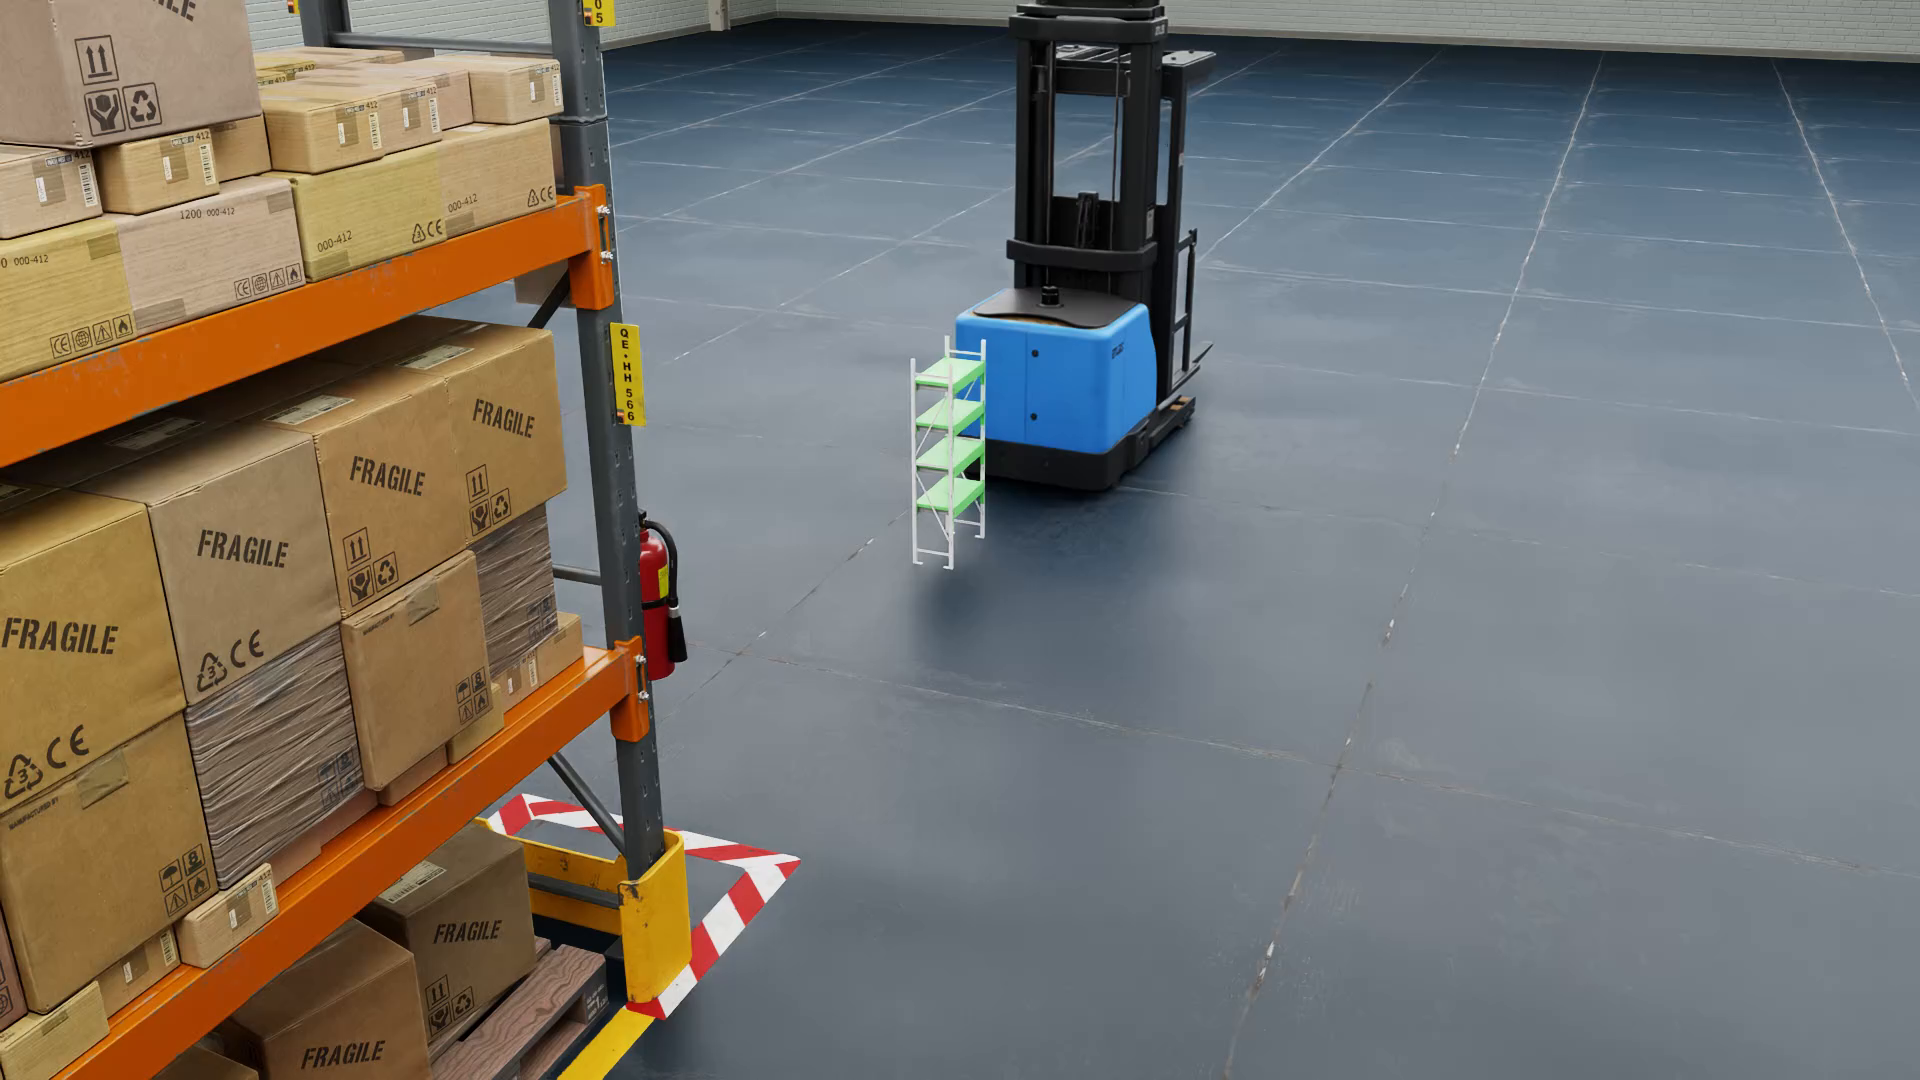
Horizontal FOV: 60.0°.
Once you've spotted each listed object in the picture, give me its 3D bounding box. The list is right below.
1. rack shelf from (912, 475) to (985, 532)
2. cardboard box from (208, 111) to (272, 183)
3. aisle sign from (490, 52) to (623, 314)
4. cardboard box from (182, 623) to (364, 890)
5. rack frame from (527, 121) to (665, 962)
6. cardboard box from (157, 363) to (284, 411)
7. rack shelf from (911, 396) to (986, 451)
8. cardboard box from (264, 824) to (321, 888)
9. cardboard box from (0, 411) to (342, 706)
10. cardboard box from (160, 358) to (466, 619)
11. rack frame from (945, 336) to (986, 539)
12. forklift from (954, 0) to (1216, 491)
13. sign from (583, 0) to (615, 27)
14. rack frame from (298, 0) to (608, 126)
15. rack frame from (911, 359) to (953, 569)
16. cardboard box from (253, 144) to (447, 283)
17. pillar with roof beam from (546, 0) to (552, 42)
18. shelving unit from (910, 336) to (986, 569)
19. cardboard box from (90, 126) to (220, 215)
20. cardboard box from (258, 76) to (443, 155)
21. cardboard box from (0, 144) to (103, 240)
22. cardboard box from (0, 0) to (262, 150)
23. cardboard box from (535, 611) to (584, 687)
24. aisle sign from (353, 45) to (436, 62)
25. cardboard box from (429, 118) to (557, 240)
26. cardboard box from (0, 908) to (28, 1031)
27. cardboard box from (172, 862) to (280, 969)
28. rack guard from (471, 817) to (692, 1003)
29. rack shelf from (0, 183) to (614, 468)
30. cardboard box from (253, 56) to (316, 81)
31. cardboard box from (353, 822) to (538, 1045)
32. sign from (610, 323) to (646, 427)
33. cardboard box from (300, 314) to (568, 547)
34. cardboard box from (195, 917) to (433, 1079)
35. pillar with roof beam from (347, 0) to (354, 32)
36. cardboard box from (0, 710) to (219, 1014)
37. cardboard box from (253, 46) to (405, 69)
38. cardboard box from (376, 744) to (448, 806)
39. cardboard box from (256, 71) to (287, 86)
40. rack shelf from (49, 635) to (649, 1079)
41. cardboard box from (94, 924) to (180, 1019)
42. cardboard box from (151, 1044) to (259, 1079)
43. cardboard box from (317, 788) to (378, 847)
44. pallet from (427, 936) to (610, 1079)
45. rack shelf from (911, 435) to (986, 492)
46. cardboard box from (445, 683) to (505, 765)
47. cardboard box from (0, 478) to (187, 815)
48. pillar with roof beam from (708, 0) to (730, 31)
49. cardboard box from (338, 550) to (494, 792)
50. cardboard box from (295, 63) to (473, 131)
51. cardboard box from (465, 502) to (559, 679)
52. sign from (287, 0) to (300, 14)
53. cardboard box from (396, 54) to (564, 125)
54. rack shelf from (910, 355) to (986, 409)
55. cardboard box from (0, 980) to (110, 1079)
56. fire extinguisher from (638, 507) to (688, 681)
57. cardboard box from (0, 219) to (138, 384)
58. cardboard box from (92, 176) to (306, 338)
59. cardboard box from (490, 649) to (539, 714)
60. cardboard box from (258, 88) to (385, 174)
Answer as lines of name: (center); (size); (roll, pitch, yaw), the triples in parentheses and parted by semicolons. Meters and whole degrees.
rack shelf: (-0.061, -0.214, 9.494); (0.258, 0.148, 0.480); (9, 24, 20)
cardboard box: (-1.838, -0.920, 3.846); (0.380, 0.149, 0.250); (9, 24, 21)
aisle sign: (-1.239, -1.098, 5.114); (0.394, 0.787, 0.004); (9, 24, 20)
cardboard box: (-2.070, 0.459, 4.243); (0.875, 0.500, 0.500); (9, 24, 20)
rack frame: (-1.540, 0.081, 5.664); (1.000, 3.000, 0.127); (9, 24, 20)
cardboard box: (-2.190, -0.228, 4.591); (0.500, 0.500, 0.500); (9, 24, 20)
rack shelf: (-0.061, -0.657, 9.309); (0.258, 0.148, 0.480); (9, 24, 20)
cardboard box: (-1.903, 0.778, 4.321); (0.380, 0.149, 0.250); (9, 24, 20)
cardboard box: (-1.883, 0.027, 3.981); (0.500, 0.500, 0.500); (9, 24, 20)
cardboard box: (-1.695, -0.152, 4.409); (0.500, 0.500, 0.500); (9, 24, 20)
rack frame: (0.029, -0.582, 9.586); (0.240, 1.200, 0.015); (9, 24, 20)
forklift: (1.021, -2.192, 11.195); (1.130, 2.935, 3.031); (10, 25, 22)
sign: (-1.032, -1.625, 4.708); (0.100, 0.325, 0.005); (9, 24, 20)
rack frame: (-1.540, -2.687, 4.508); (1.000, 3.000, 0.127); (9, 24, 20)
rack frame: (-0.152, -0.407, 9.168); (0.240, 1.200, 0.015); (9, 24, 20)
cardboard box: (-1.666, -0.846, 4.186); (0.500, 0.250, 0.500); (9, 24, 20)
pillar with roof beam: (-3.535, -12.667, 28.401); (9.100, 9.000, 0.400); (9, 24, 20)
shelving unit: (-0.061, -0.494, 9.377); (0.258, 1.200, 0.503); (9, 24, 20)
cardboard box: (-1.844, -0.809, 3.581); (0.380, 0.149, 0.250); (8, 24, 17)
cardboard box: (-1.559, -1.084, 4.239); (0.380, 0.149, 0.250); (8, 24, 18)
cardboard box: (-1.989, -0.718, 3.363); (0.380, 0.149, 0.250); (7, 24, 17)
cardboard box: (-1.881, -1.126, 3.499); (0.500, 0.500, 0.500); (9, 24, 20)
cardboard box: (-1.454, 0.328, 5.398); (0.380, 0.149, 0.250); (9, 24, 20)
aisle sign: (-1.796, -1.184, 5.319); (0.394, 0.787, 0.004); (9, 24, 20)
cardboard box: (-1.483, -1.025, 4.615); (0.500, 0.250, 0.500); (9, 24, 21)
cardboard box: (-2.491, 0.810, 3.405); (0.875, 0.500, 0.500); (9, 24, 20)
cardboard box: (-1.914, 0.880, 4.077); (0.380, 0.149, 0.250); (9, 24, 20)
rack guard: (-1.568, 1.262, 6.081); (1.175, 0.500, 0.348); (9, 24, 20)
rack shelf: (-2.283, -0.256, 3.512); (1.077, 0.370, 4.000); (9, 24, 20)
cardboard box: (-2.043, -1.274, 4.693); (0.380, 0.149, 0.250); (9, 24, 21)
cardboard box: (-1.788, 1.262, 5.536); (0.500, 0.500, 0.500); (14, 26, 30)
sign: (-1.032, -0.513, 5.173); (0.100, 0.325, 0.005); (9, 24, 20)
cardboard box: (-1.515, -0.332, 4.839); (0.500, 0.500, 0.500); (9, 24, 20)
cardboard box: (-1.978, 1.480, 5.012); (0.500, 0.500, 0.500); (16, 28, 34)
pillar with roof beam: (-5.763, -10.520, 23.261); (9.100, 9.000, 0.400); (9, 24, 20)
cardboard box: (-2.267, 0.637, 3.819); (0.875, 0.500, 0.500); (9, 24, 20)
cardboard box: (-1.857, -1.352, 4.882); (0.380, 0.149, 0.250); (9, 24, 20)
cardboard box: (-1.700, 0.602, 4.743); (0.380, 0.149, 0.250); (9, 24, 20)
cardboard box: (-2.023, -1.166, 4.434); (0.380, 0.149, 0.250); (8, 24, 19)
rack shelf: (-2.283, 1.129, 4.090); (1.077, 0.370, 4.000); (9, 24, 20)
cardboard box: (-2.071, 0.960, 3.887); (0.380, 0.149, 0.250); (9, 24, 20)
cardboard box: (-2.228, 1.702, 4.482); (0.500, 0.500, 0.500); (11, 25, 25)
cardboard box: (-1.831, 0.685, 4.543); (0.380, 0.149, 0.250); (9, 24, 20)
pallet: (-1.903, 1.680, 5.453); (1.003, 0.211, 1.213); (9, 24, 20)
rack shelf: (-0.061, -0.435, 9.402); (0.258, 0.148, 0.480); (9, 24, 20)
cardboard box: (-1.593, 0.515, 4.952); (0.380, 0.149, 0.250); (9, 24, 20)
cardboard box: (-2.077, 0.204, 3.556); (0.500, 0.500, 0.500); (9, 24, 20)
pillar with roof beam: (-1.306, -14.815, 33.541); (9.100, 9.000, 0.400); (9, 24, 20)
cardboard box: (-1.844, 0.287, 4.657); (0.875, 0.500, 0.500); (9, 24, 20)
cardboard box: (-1.559, -1.198, 4.511); (0.380, 0.149, 0.250); (8, 24, 18)
cardboard box: (-1.770, 0.090, 5.126); (0.875, 0.500, 0.500); (9, 24, 20)
sign: (-2.044, -1.784, 5.104); (0.100, 0.325, 0.005); (9, 24, 20)
cardboard box: (-1.354, -1.274, 4.694); (0.380, 0.149, 0.250); (9, 24, 20)
rack shelf: (-0.062, -0.878, 9.217); (0.258, 0.148, 0.480); (9, 24, 20)
cardboard box: (-2.122, 1.056, 3.657); (0.380, 0.149, 0.250); (9, 24, 20)
fire extinguisher: (-1.070, 0.142, 5.620); (0.296, 0.674, 0.183); (9, 24, 20)
cardboard box: (-2.046, -0.483, 3.318); (0.500, 0.250, 0.500); (8, 24, 19)
cardboard box: (-1.864, -0.664, 3.750); (0.500, 0.250, 0.500); (9, 24, 21)
cardboard box: (-1.548, 0.418, 5.184); (0.380, 0.149, 0.250); (9, 24, 20)
cardboard box: (-1.630, -0.991, 4.016); (0.380, 0.149, 0.250); (9, 24, 20)
